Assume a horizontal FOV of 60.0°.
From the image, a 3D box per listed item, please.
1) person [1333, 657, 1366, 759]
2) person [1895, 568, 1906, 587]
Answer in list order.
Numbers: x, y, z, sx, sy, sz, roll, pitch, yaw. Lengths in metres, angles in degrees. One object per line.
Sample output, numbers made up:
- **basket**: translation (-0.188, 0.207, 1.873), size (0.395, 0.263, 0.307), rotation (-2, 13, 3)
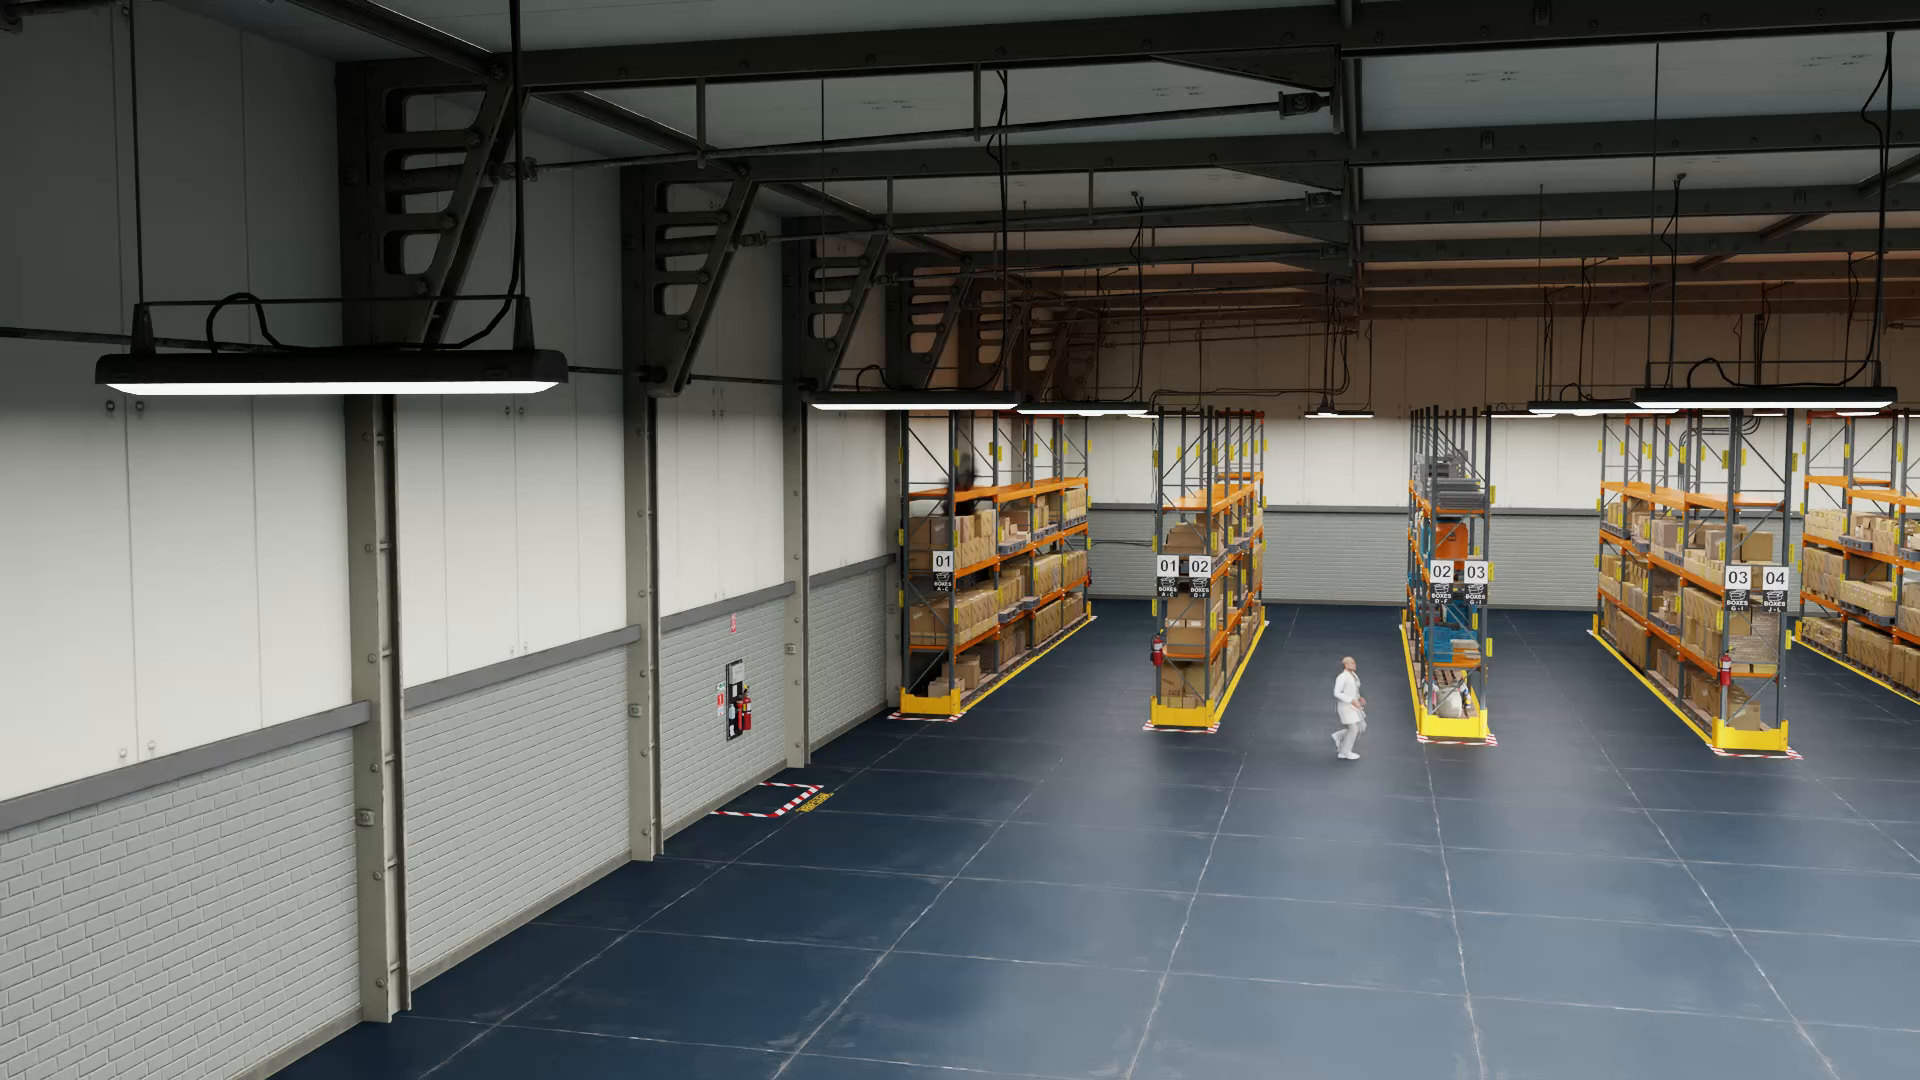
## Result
- **person**: translation (6.566, 2.836, 28.112), size (0.632, 1.730, 0.689), rotation (3, 5, 38)
- **person**: translation (25.153, 1.596, 44.655), size (0.939, 1.765, 0.506), rotation (-1, 4, -10)
